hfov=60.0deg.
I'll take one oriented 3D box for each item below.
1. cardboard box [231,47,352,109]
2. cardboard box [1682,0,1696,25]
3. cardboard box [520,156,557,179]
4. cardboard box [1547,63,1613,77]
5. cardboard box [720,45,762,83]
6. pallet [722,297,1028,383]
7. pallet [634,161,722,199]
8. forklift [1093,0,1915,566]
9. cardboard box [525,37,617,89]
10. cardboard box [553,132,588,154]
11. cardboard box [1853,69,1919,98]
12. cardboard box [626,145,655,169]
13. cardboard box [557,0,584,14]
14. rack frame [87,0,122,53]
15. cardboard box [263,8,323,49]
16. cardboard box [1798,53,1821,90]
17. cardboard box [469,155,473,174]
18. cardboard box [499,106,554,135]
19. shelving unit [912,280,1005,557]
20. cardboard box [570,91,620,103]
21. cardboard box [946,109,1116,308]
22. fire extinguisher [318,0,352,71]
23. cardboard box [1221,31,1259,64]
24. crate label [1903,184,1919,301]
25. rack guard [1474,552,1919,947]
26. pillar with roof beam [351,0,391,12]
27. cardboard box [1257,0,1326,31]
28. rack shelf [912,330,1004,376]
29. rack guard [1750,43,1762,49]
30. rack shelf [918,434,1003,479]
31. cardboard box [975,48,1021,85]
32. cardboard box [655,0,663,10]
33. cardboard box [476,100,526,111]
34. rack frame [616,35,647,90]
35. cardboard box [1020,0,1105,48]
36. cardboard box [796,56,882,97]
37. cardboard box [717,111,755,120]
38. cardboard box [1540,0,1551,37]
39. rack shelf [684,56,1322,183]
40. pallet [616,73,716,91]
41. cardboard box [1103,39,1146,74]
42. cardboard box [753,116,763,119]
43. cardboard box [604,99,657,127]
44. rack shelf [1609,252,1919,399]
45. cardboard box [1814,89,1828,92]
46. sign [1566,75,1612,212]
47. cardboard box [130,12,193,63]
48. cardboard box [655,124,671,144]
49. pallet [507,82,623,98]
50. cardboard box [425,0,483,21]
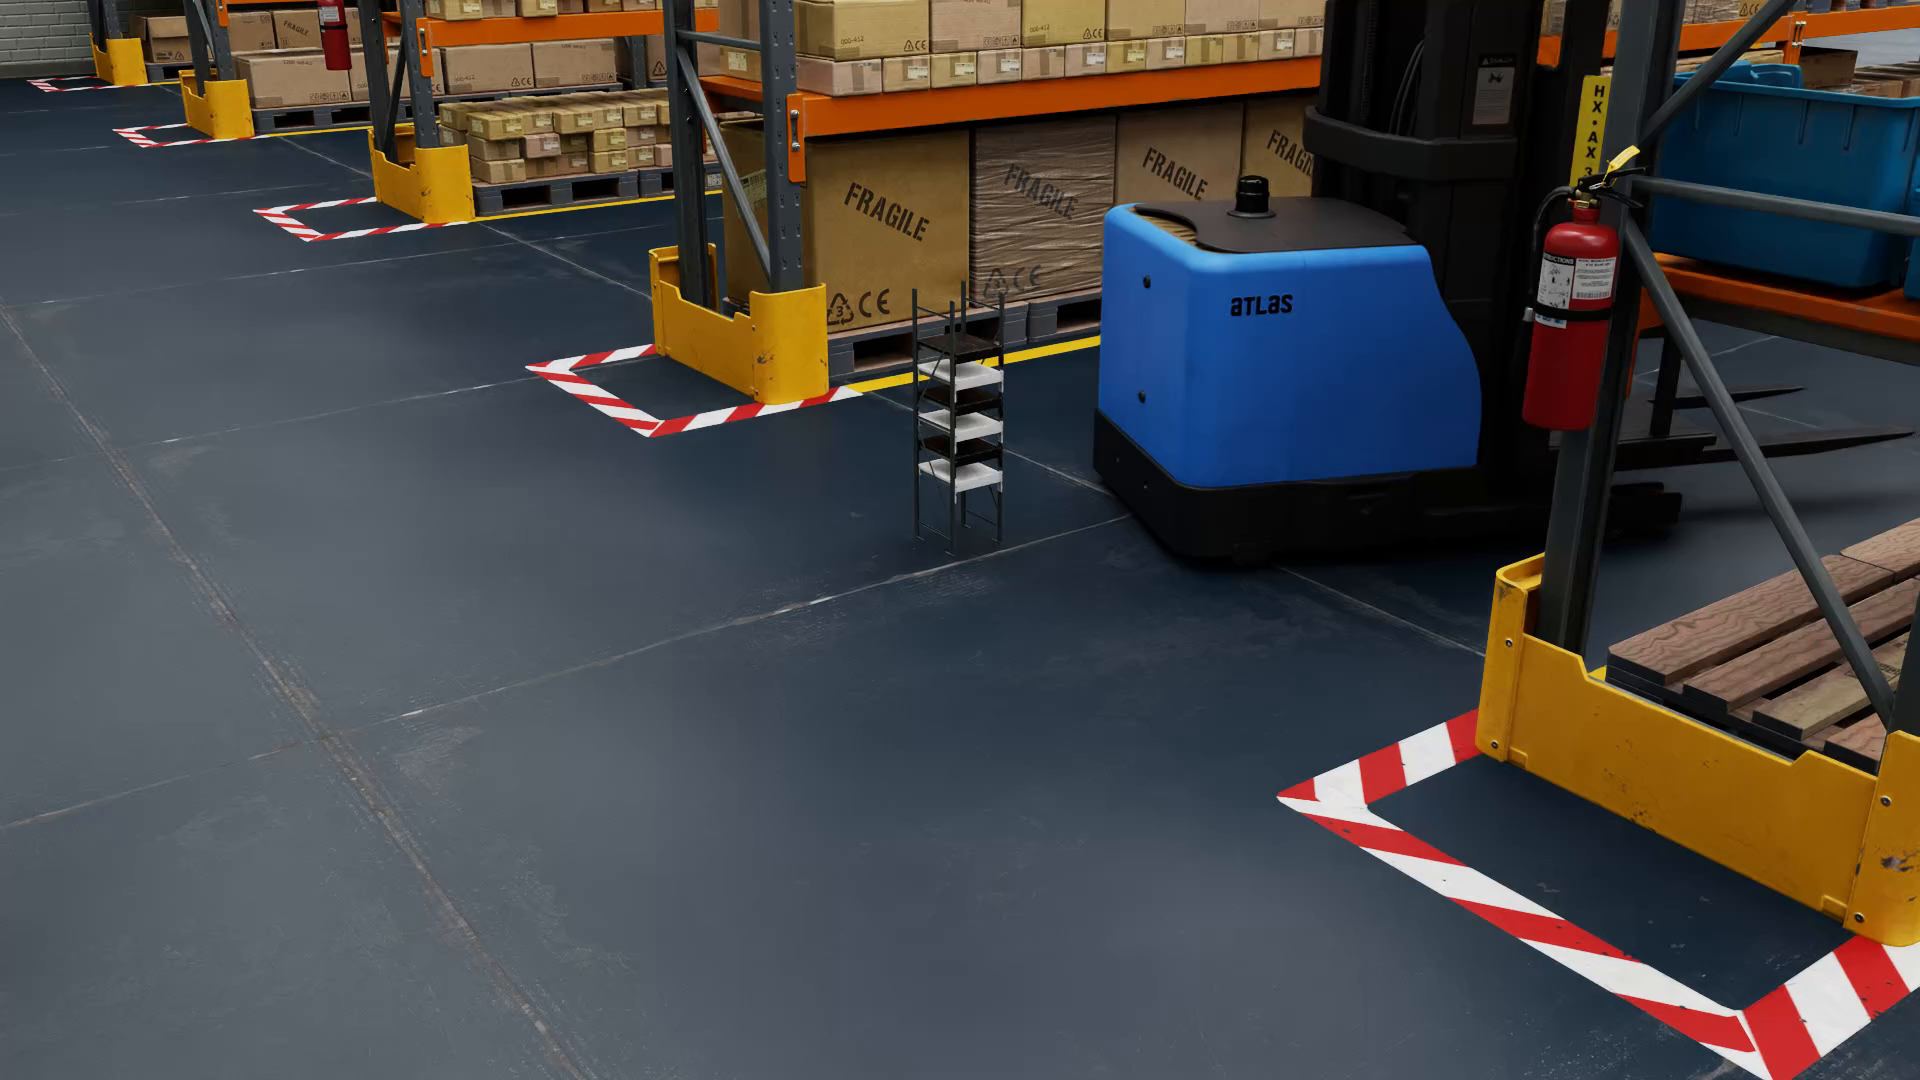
[{"bbox_3d":[-6.343,-4.360,15.667,0.875,0.438,0.875,-16,27,-35],"label":"cardboard box"},{"bbox_3d":[4.378,-3.578,10.681,0.500,0.500,0.500,-16,27,-35],"label":"cardboard box"},{"bbox_3d":[-3.070,-2.684,11.856,0.250,0.149,0.380,-15,26,-33],"label":"cardboard box"},{"bbox_3d":[3.447,-2.613,10.698,0.875,0.875,1.225,-16,27,-35],"label":"cardboard box"},{"bbox_3d":[-0.936,-2.260,7.853,0.250,0.149,0.380,-14,26,-32],"label":"cardboard box"},{"bbox_3d":[-0.429,-1.102,8.374,1.213,0.211,1.003,-15,26,-33],"label":"pallet"},{"bbox_3d":[-2.116,-2.864,12.789,1.213,0.211,1.003,-15,26,-33],"label":"pallet"},{"bbox_3d":[2.085,-1.551,5.828,3.031,2.935,1.130,-5,22,-13],"label":"forklift"},{"bbox_3d":[-4.145,-4.950,17.144,0.875,0.438,0.875,-15,26,-34],"label":"cardboard box"},{"bbox_3d":[-2.870,-2.882,11.951,0.250,0.149,0.380,-15,26,-32],"label":"cardboard box"},{"bbox_3d":[7.345,-3.497,13.391,0.500,0.500,0.700,-18,28,-37],"label":"cardboard box"},{"bbox_3d":[-2.450,-2.846,12.262,0.250,0.149,0.380,-15,26,-33],"label":"cardboard box"},{"bbox_3d":[-2.830,-3.777,11.653,0.250,0.149,0.380,-14,25,-30],"label":"cardboard box"},{"bbox_3d":[-9.722,-6.675,18.577,0.127,3.000,1.000,-15,26,-33],"label":"rack frame"},{"bbox_3d":[-7.966,-6.071,19.868,0.500,0.500,0.500,-14,26,-32],"label":"cardboard box"},{"bbox_3d":[5.988,-3.478,12.333,0.500,0.250,0.500,-14,26,-31],"label":"cardboard box"},{"bbox_3d":[-3.542,-2.763,12.053,0.250,0.149,0.380,-14,26,-32],"label":"cardboard box"},{"bbox_3d":[-3.070,-2.969,11.768,0.250,0.149,0.380,-14,26,-32],"label":"cardboard box"},{"bbox_3d":[-0.007,-0.416,5.725,0.210,0.900,0.258,-15,26,-33],"label":"shelving unit"},{"bbox_3d":[-2.759,-3.296,12.587,0.250,0.149,0.380,-14,26,-31],"label":"cardboard box"},{"bbox_3d":[0.179,-1.769,8.582,0.875,0.875,0.875,-15,26,-33],"label":"cardboard box"},{"bbox_3d":[-4.321,-3.590,11.454,0.183,0.674,0.296,-15,26,-33],"label":"fire extinguisher"},{"bbox_3d":[1.323,-2.563,8.610,0.250,0.149,0.380,-14,26,-32],"label":"cardboard box"},{"bbox_3d":[2.253,-0.615,3.536,0.303,0.233,0.416,-15,26,-33],"label":"crate label"},{"bbox_3d":[1.848,0.459,4.071,0.348,0.500,1.175,-15,26,-33],"label":"rack guard"},{"bbox_3d":[-5.052,-9.152,16.691,0.400,9.000,9.100,-15,26,-33],"label":"pillar with roof beam"},{"bbox_3d":[1.591,-2.848,8.787,0.500,0.250,0.500,-14,26,-31],"label":"cardboard box"},{"bbox_3d":[-0.007,-0.636,5.637,0.200,0.077,0.258,-15,26,-33],"label":"rack shelf"},{"bbox_3d":[9.160,-6.023,20.314,0.348,0.500,1.175,-15,26,-33],"label":"rack guard"},{"bbox_3d":[-0.007,-0.302,5.771,0.200,0.077,0.258,-15,26,-33],"label":"rack shelf"},{"bbox_3d":[0.075,-2.230,7.777,0.250,0.149,0.380,-15,26,-34],"label":"cardboard box"},{"bbox_3d":[-2.156,-3.923,12.019,0.250,0.149,0.380,-14,26,-31],"label":"cardboard box"},{"bbox_3d":[-3.328,-3.090,12.071,0.250,0.149,0.380,-14,26,-32],"label":"cardboard box"},{"bbox_3d":[-3.573,-6.048,17.006,0.127,3.000,1.000,-15,26,-33],"label":"rack frame"},{"bbox_3d":[0.343,-2.514,7.951,0.500,0.250,0.500,-16,27,-35],"label":"cardboard box"},{"bbox_3d":[-0.551,-2.062,7.355,0.250,0.149,0.380,-15,26,-32],"label":"cardboard box"},{"bbox_3d":[-1.753,-3.268,12.517,0.250,0.149,0.380,-16,27,-35],"label":"cardboard box"},{"bbox_3d":[3.142,-3.247,9.851,0.500,0.500,0.500,-15,26,-33],"label":"cardboard box"},{"bbox_3d":[0.591,-2.300,8.583,4.000,0.370,1.077,-15,26,-33],"label":"rack shelf"},{"bbox_3d":[-2.991,-4.943,17.998,1.213,0.211,1.003,-15,26,-33],"label":"pallet"},{"bbox_3d":[0.696,-2.395,8.191,0.250,0.149,0.380,-16,27,-34],"label":"cardboard box"},{"bbox_3d":[-1.546,-3.215,12.784,0.250,0.149,0.380,-14,26,-32],"label":"cardboard box"},{"bbox_3d":[-2.407,-3.121,12.148,0.250,0.149,0.380,-14,26,-31],"label":"cardboard box"},{"bbox_3d":[3.484,-0.810,4.849,4.000,0.370,1.077,-15,26,-33],"label":"rack shelf"},{"bbox_3d":[5.994,-3.127,12.465,0.500,0.500,0.700,-17,27,-36],"label":"cardboard box"},{"bbox_3d":[1.526,-0.949,4.006,0.005,0.325,0.100,-15,26,-33],"label":"sign"},{"bbox_3d":[-9.170,-5.814,19.222,0.637,0.503,0.797,-16,27,-35],"label":"cardboard box"},{"bbox_3d":[-2.242,-3.062,12.402,0.250,0.149,0.380,-13,25,-30],"label":"cardboard box"},{"bbox_3d":[-4.236,-4.612,17.169,1.213,0.211,1.003,-15,26,-33],"label":"pallet"},{"bbox_3d":[-3.393,-3.570,11.134,0.250,0.149,0.380,-15,26,-33],"label":"cardboard box"}]
